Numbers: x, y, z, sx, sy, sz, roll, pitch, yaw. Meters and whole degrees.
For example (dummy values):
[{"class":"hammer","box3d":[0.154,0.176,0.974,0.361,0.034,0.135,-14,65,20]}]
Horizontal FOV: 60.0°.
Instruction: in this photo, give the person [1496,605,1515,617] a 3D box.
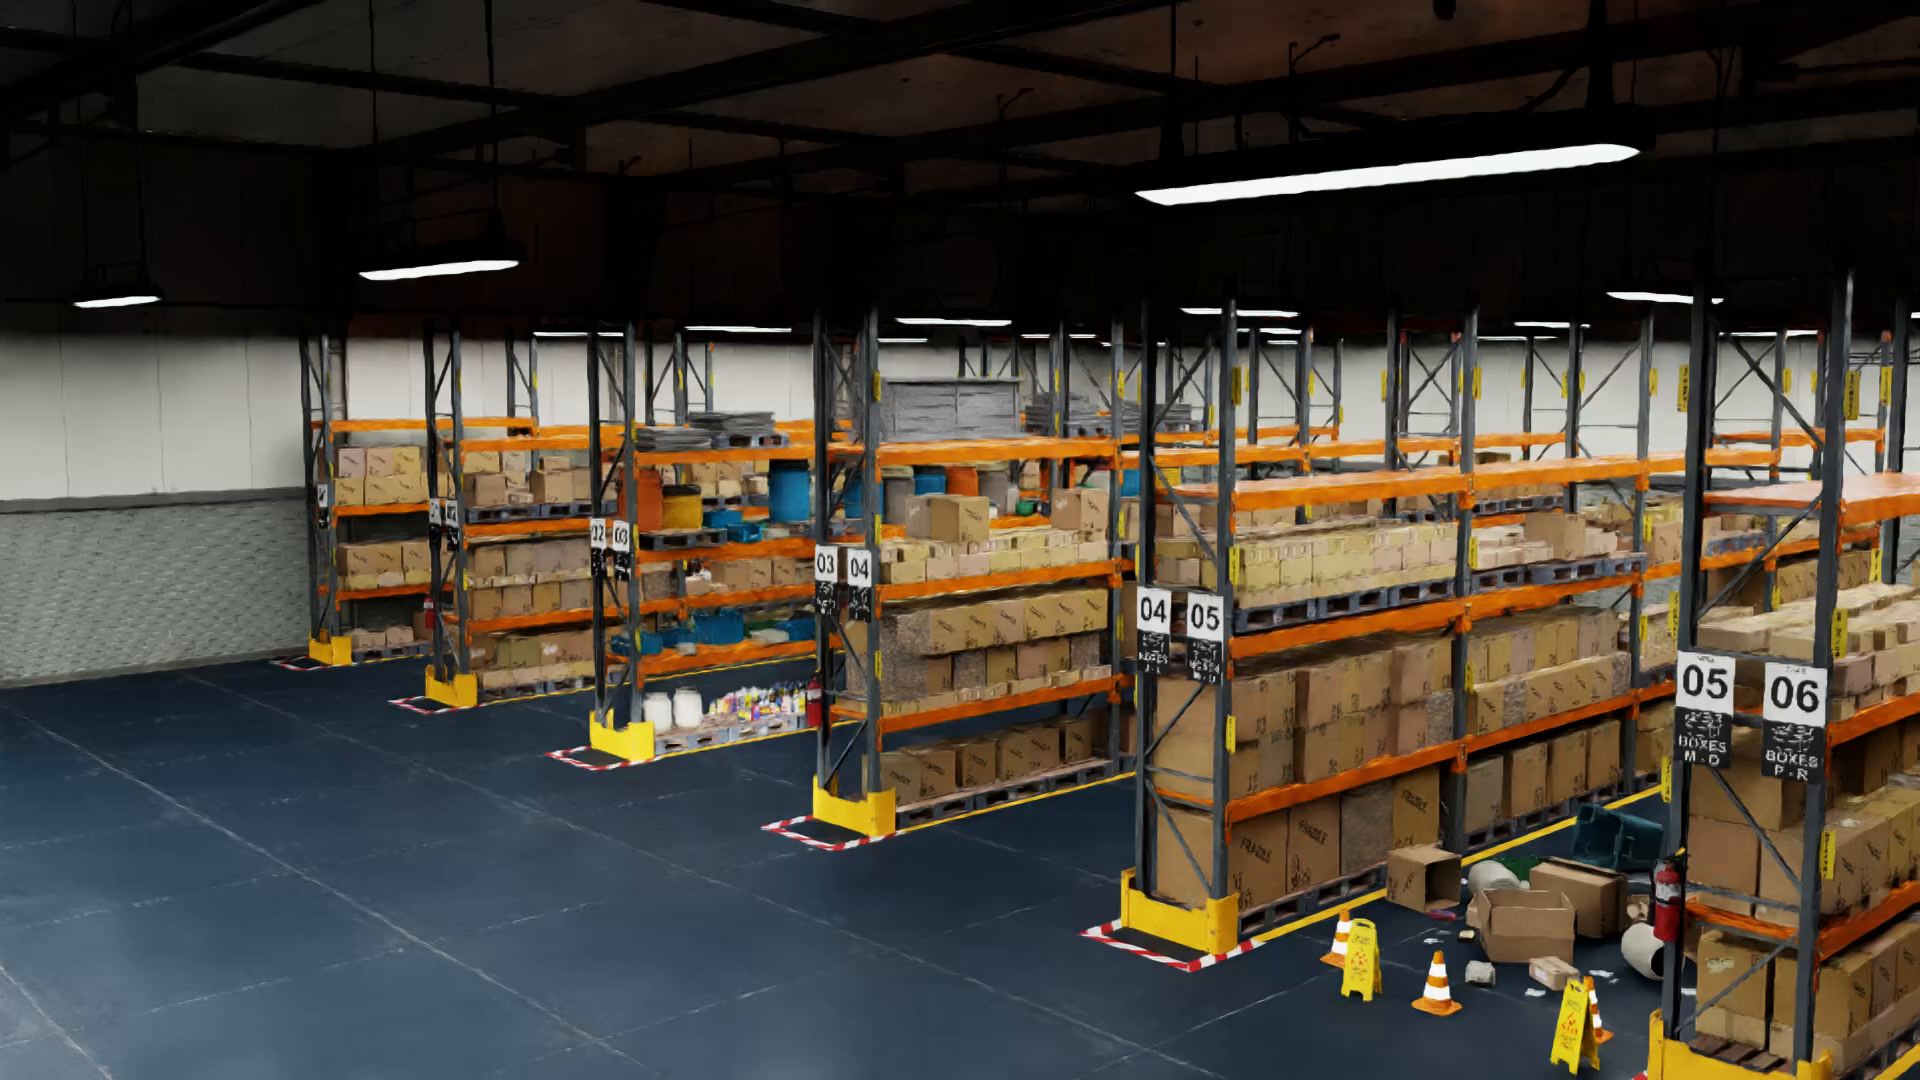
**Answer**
[{"class":"person","box3d":[8.498,1.732,25.733,1.039,1.669,0.554,-6,8,-44]}]

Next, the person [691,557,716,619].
[{"class":"person","box3d":[-4.844,1.138,31.491,0.542,1.715,0.682,-6,8,-45]}]
